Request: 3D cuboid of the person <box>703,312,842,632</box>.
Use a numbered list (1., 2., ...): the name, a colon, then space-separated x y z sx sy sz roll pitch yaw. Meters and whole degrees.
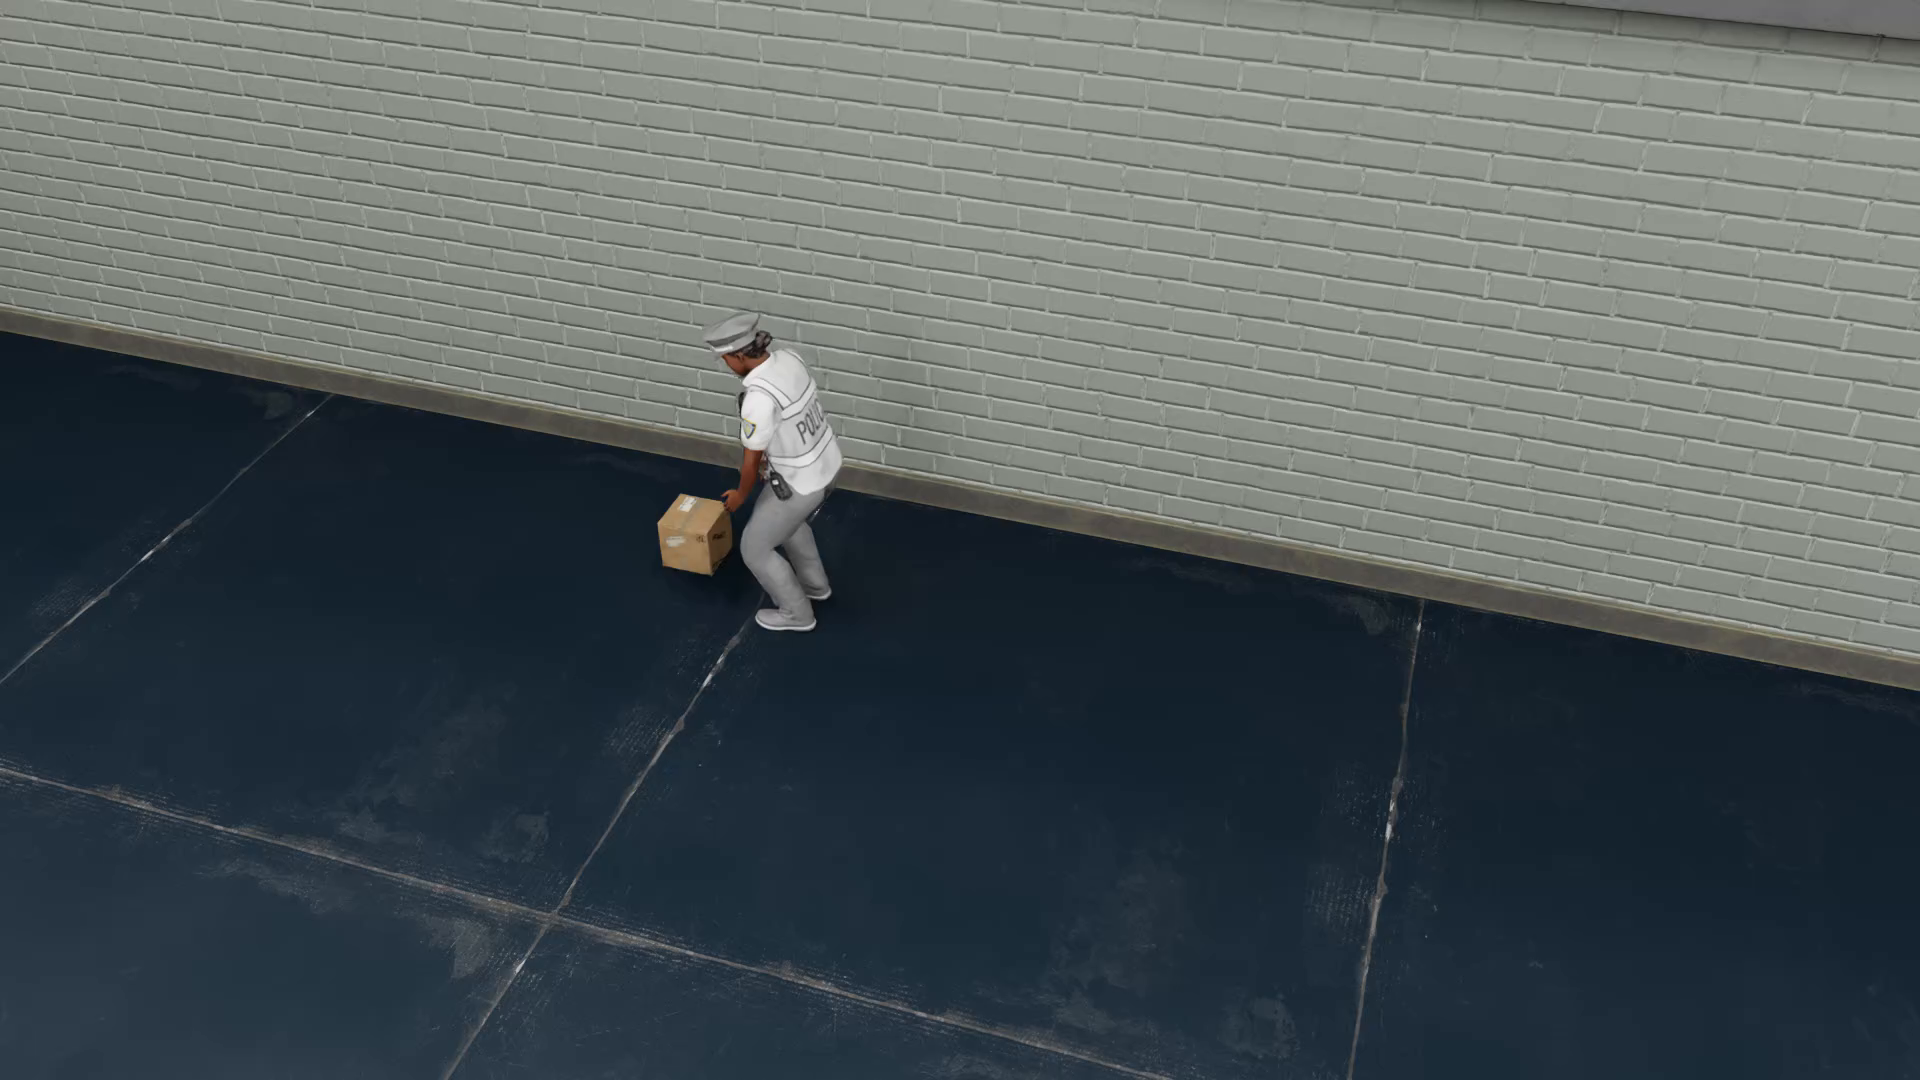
1. person: -0.810 -0.279 7.350 0.541 1.563 0.476 12 39 15
